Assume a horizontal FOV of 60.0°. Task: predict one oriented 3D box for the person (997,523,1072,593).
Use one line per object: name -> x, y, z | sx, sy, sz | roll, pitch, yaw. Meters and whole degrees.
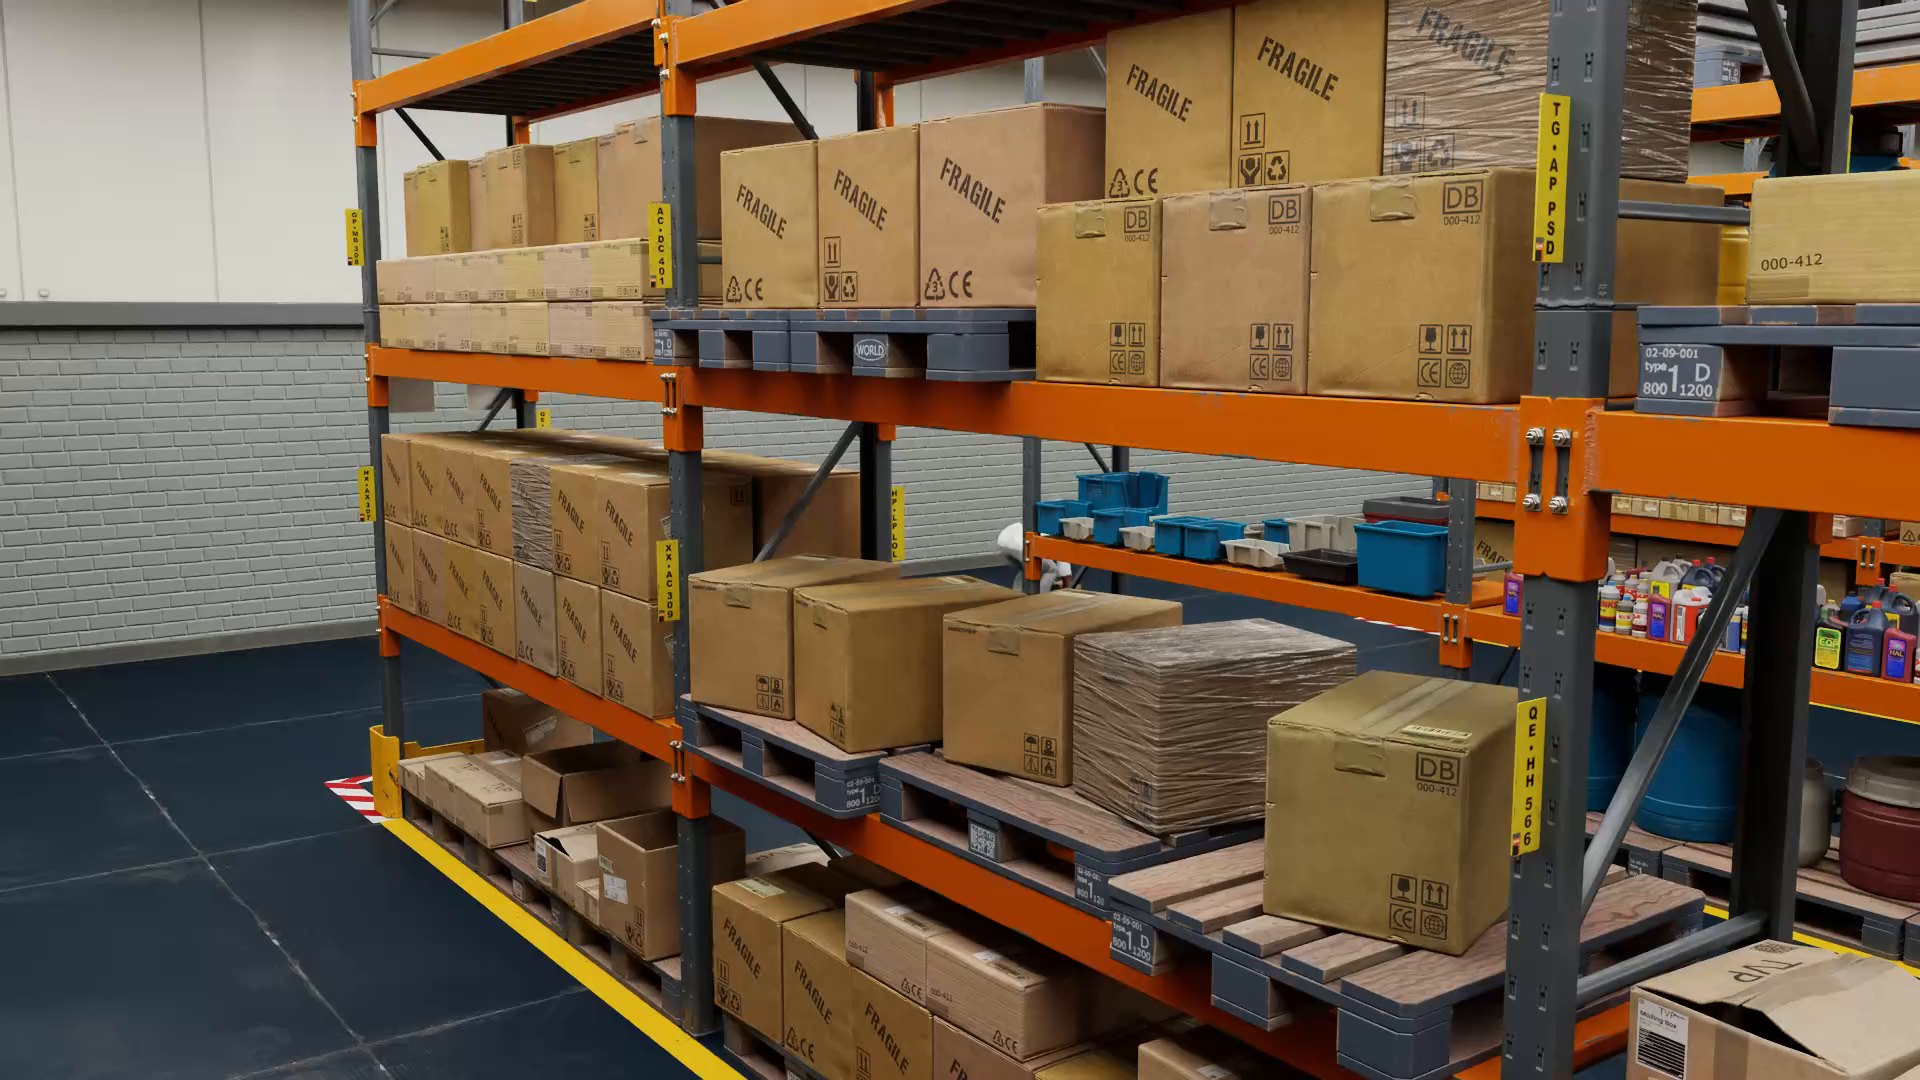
person -> 0.815, 0.270, 16.788 | 0.974, 0.939, 0.498 | -6, 10, -39
